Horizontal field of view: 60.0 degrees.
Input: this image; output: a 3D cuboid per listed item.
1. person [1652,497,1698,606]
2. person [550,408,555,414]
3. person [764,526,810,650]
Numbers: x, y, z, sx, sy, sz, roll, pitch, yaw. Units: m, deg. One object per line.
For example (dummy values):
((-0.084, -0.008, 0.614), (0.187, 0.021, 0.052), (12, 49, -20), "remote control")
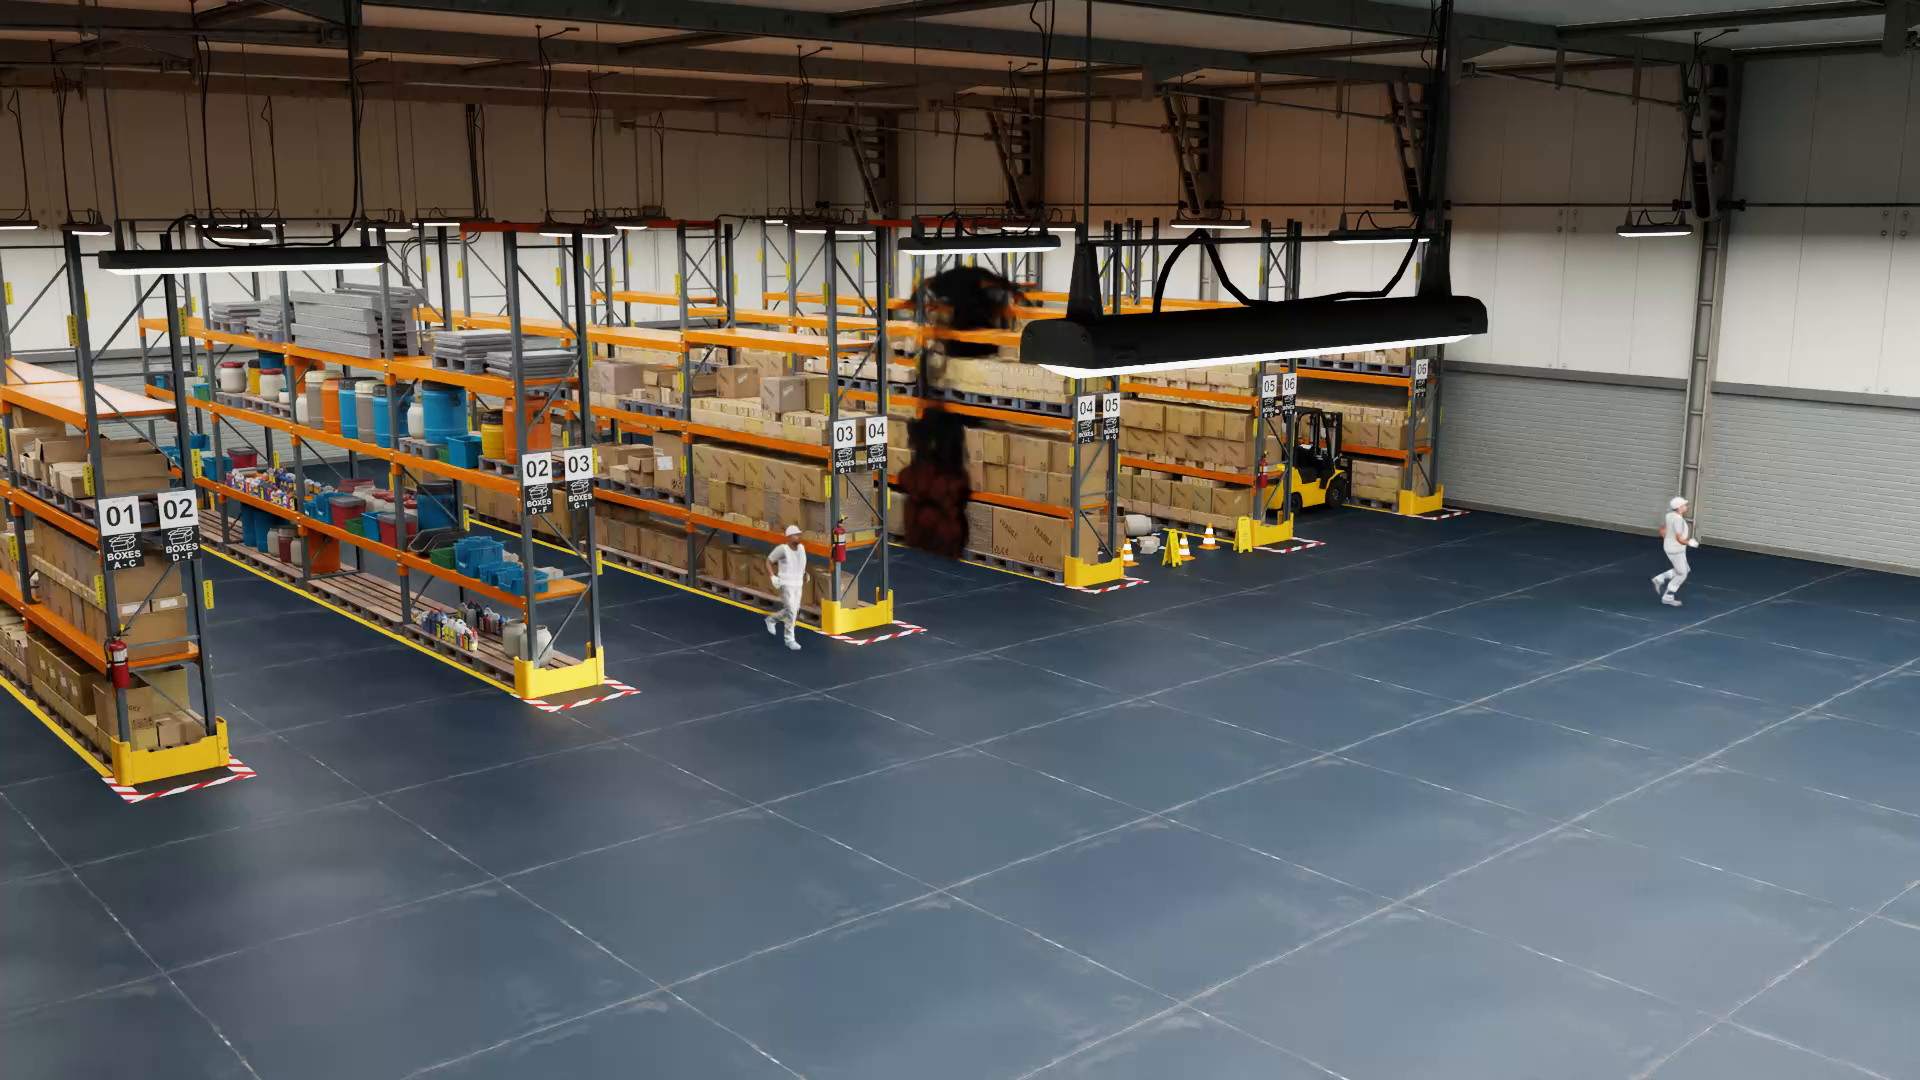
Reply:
((11.441, 0.180, 26.572), (0.609, 1.745, 0.672), (2, 12, 9), "person")
((-9.824, -2.298, 39.186), (0.763, 1.644, 0.698), (-4, 12, -18), "person")
((-2.505, 0.655, 24.273), (0.842, 1.747, 0.730), (9, 15, 39), "person")
